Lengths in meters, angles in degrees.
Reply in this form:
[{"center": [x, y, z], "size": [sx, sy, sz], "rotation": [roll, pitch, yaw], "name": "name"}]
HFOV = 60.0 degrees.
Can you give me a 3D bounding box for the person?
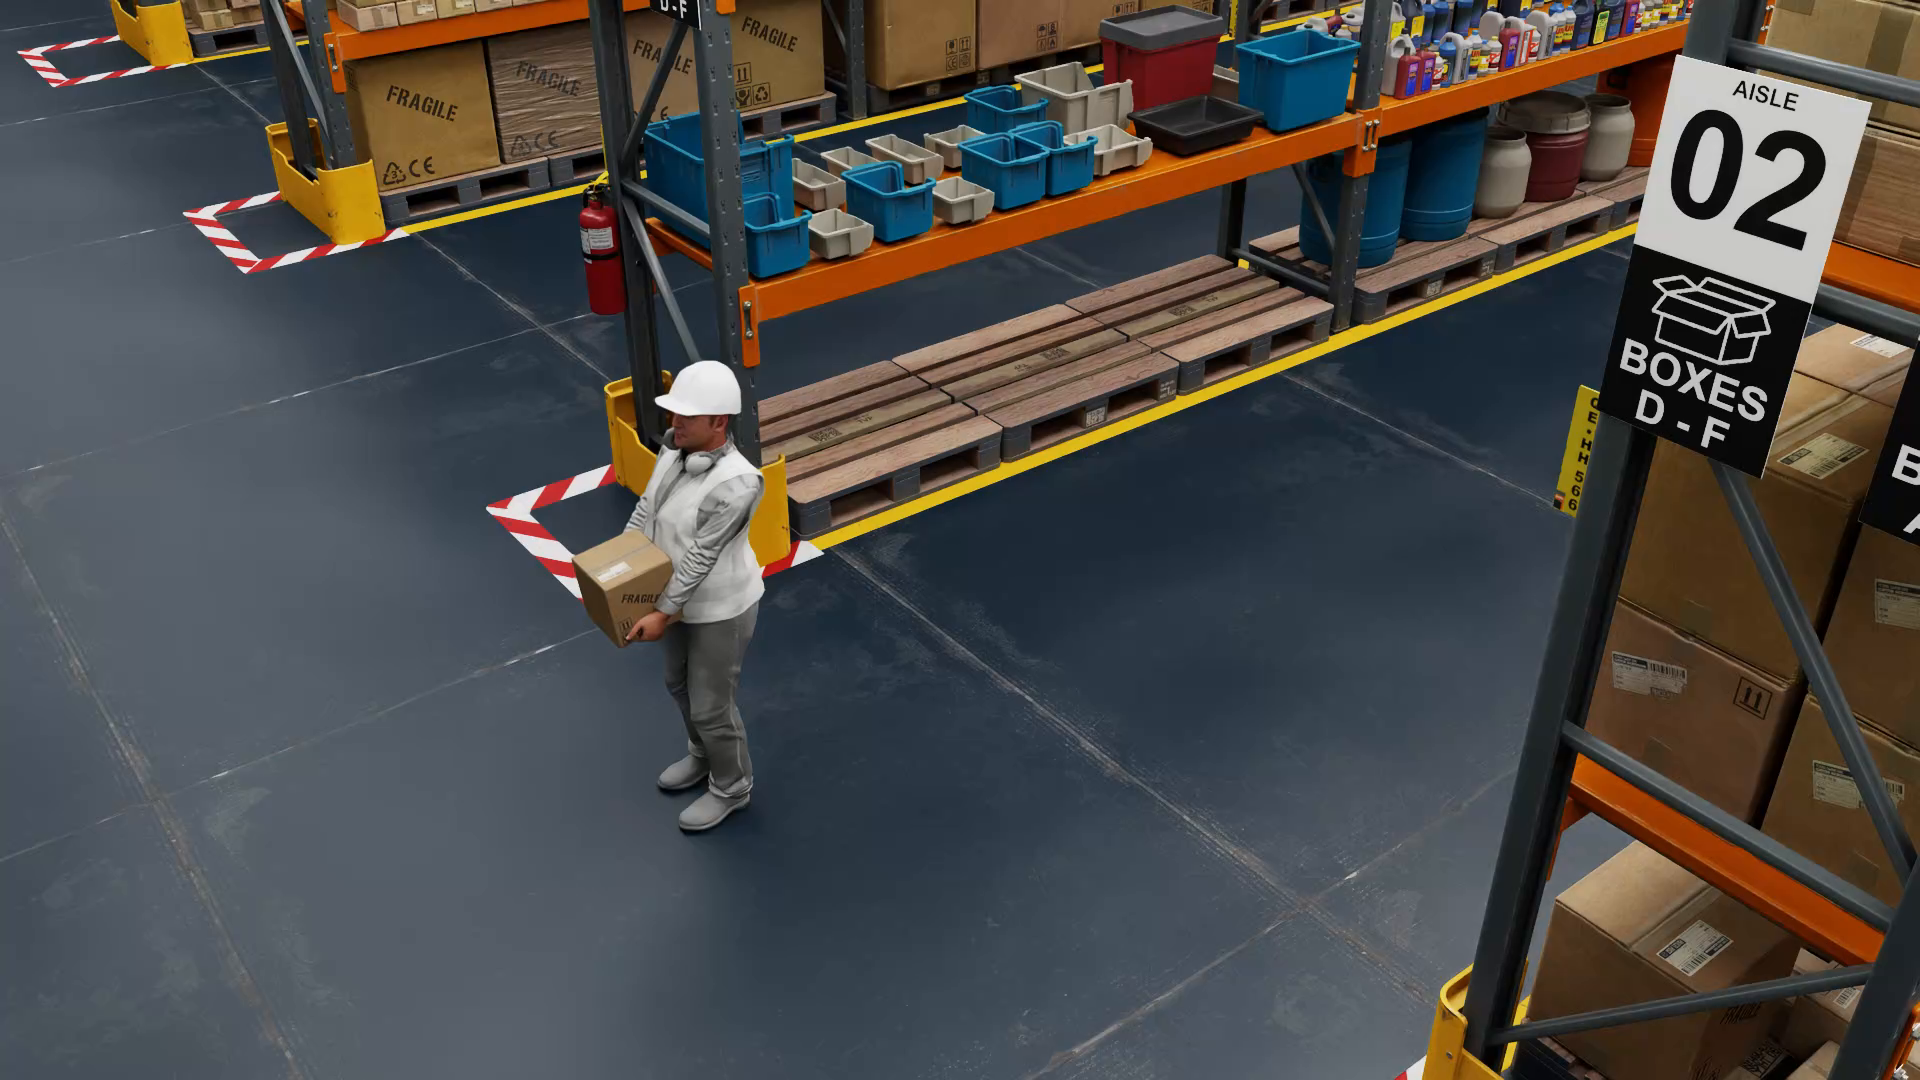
[{"center": [-0.956, 0.226, 5.757], "size": [0.549, 1.763, 0.494], "rotation": [-21, 38, -30], "name": "person"}]
